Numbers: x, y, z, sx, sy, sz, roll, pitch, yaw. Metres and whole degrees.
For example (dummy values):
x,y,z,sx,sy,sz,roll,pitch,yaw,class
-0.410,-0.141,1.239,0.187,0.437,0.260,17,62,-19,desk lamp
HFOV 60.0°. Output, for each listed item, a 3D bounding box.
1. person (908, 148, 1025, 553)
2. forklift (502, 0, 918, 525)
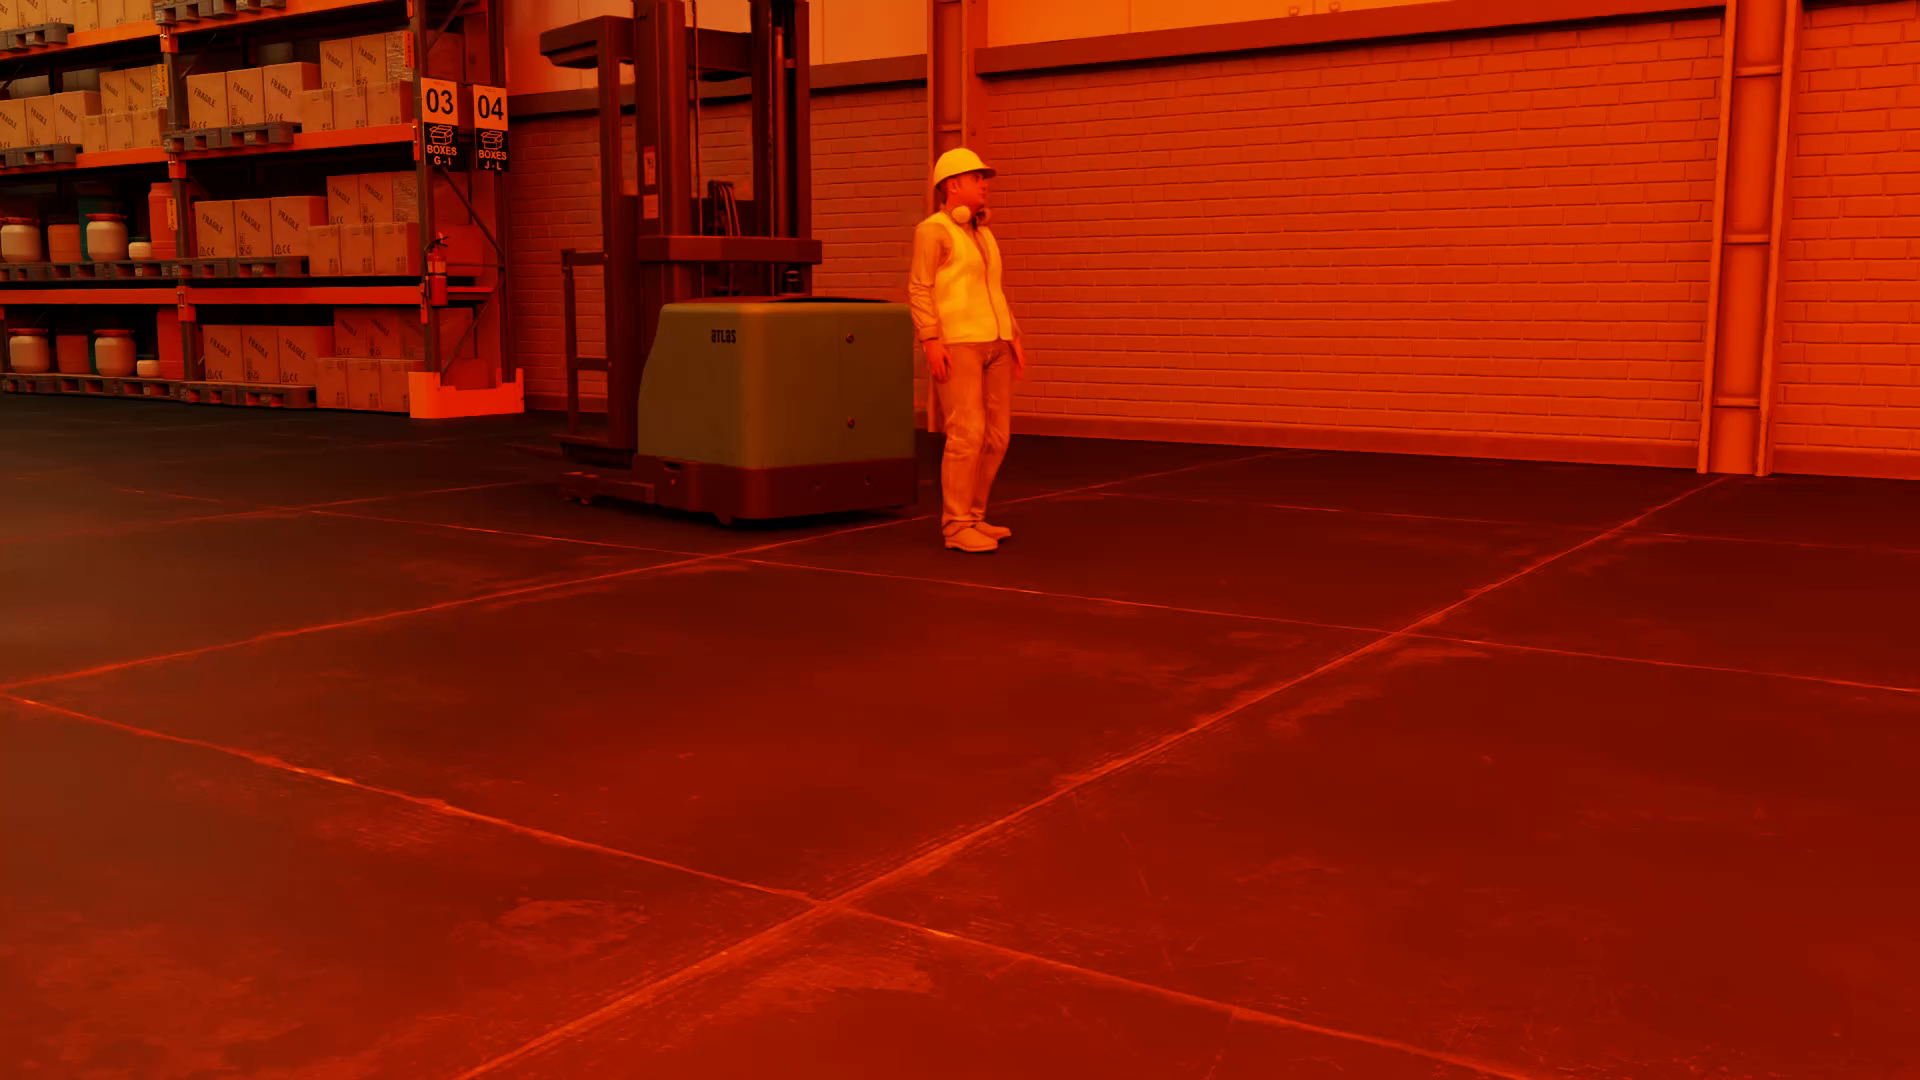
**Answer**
x,y,z,sx,sy,sz,roll,pitch,yaw,class
0.090,-0.860,7.434,0.567,1.765,0.650,6,10,36,person
-1.548,-1.680,9.004,1.130,2.935,3.031,-7,11,-40,forklift
